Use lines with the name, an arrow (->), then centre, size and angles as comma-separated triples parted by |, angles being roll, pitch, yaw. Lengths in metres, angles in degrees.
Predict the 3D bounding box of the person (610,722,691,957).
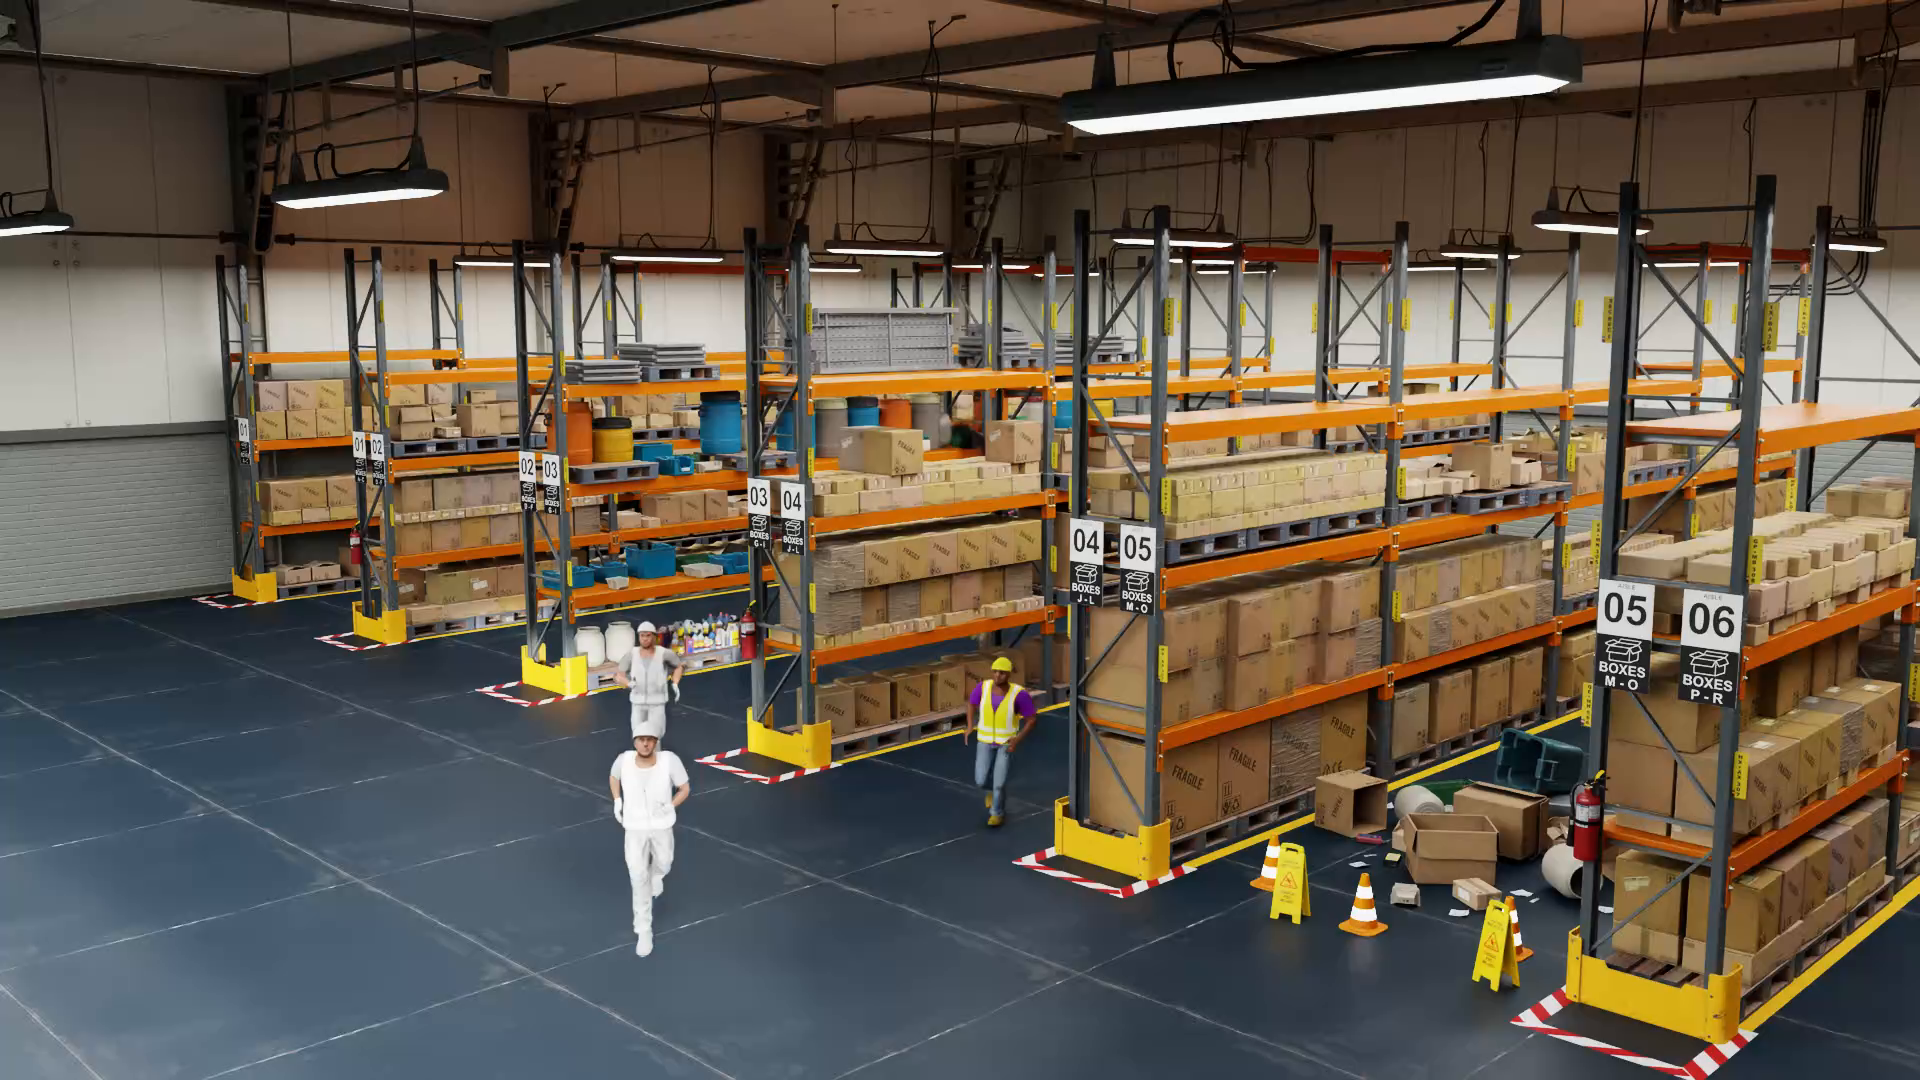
person -> -2.546, 2.362, 13.718 | 0.638, 1.786, 1.166 | -2, 8, -13

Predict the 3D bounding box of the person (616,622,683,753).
person -> -3.317, 1.748, 17.691 | 0.673, 1.784, 0.905 | 0, 8, 3

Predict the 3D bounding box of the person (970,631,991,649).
person -> 0.393, 0.984, 23.277 | 0.718, 1.724, 0.621 | 6, 10, 35

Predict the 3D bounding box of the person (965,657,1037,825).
person -> 0.410, 1.990, 16.551 | 0.746, 1.719, 0.558 | 3, 8, 17
